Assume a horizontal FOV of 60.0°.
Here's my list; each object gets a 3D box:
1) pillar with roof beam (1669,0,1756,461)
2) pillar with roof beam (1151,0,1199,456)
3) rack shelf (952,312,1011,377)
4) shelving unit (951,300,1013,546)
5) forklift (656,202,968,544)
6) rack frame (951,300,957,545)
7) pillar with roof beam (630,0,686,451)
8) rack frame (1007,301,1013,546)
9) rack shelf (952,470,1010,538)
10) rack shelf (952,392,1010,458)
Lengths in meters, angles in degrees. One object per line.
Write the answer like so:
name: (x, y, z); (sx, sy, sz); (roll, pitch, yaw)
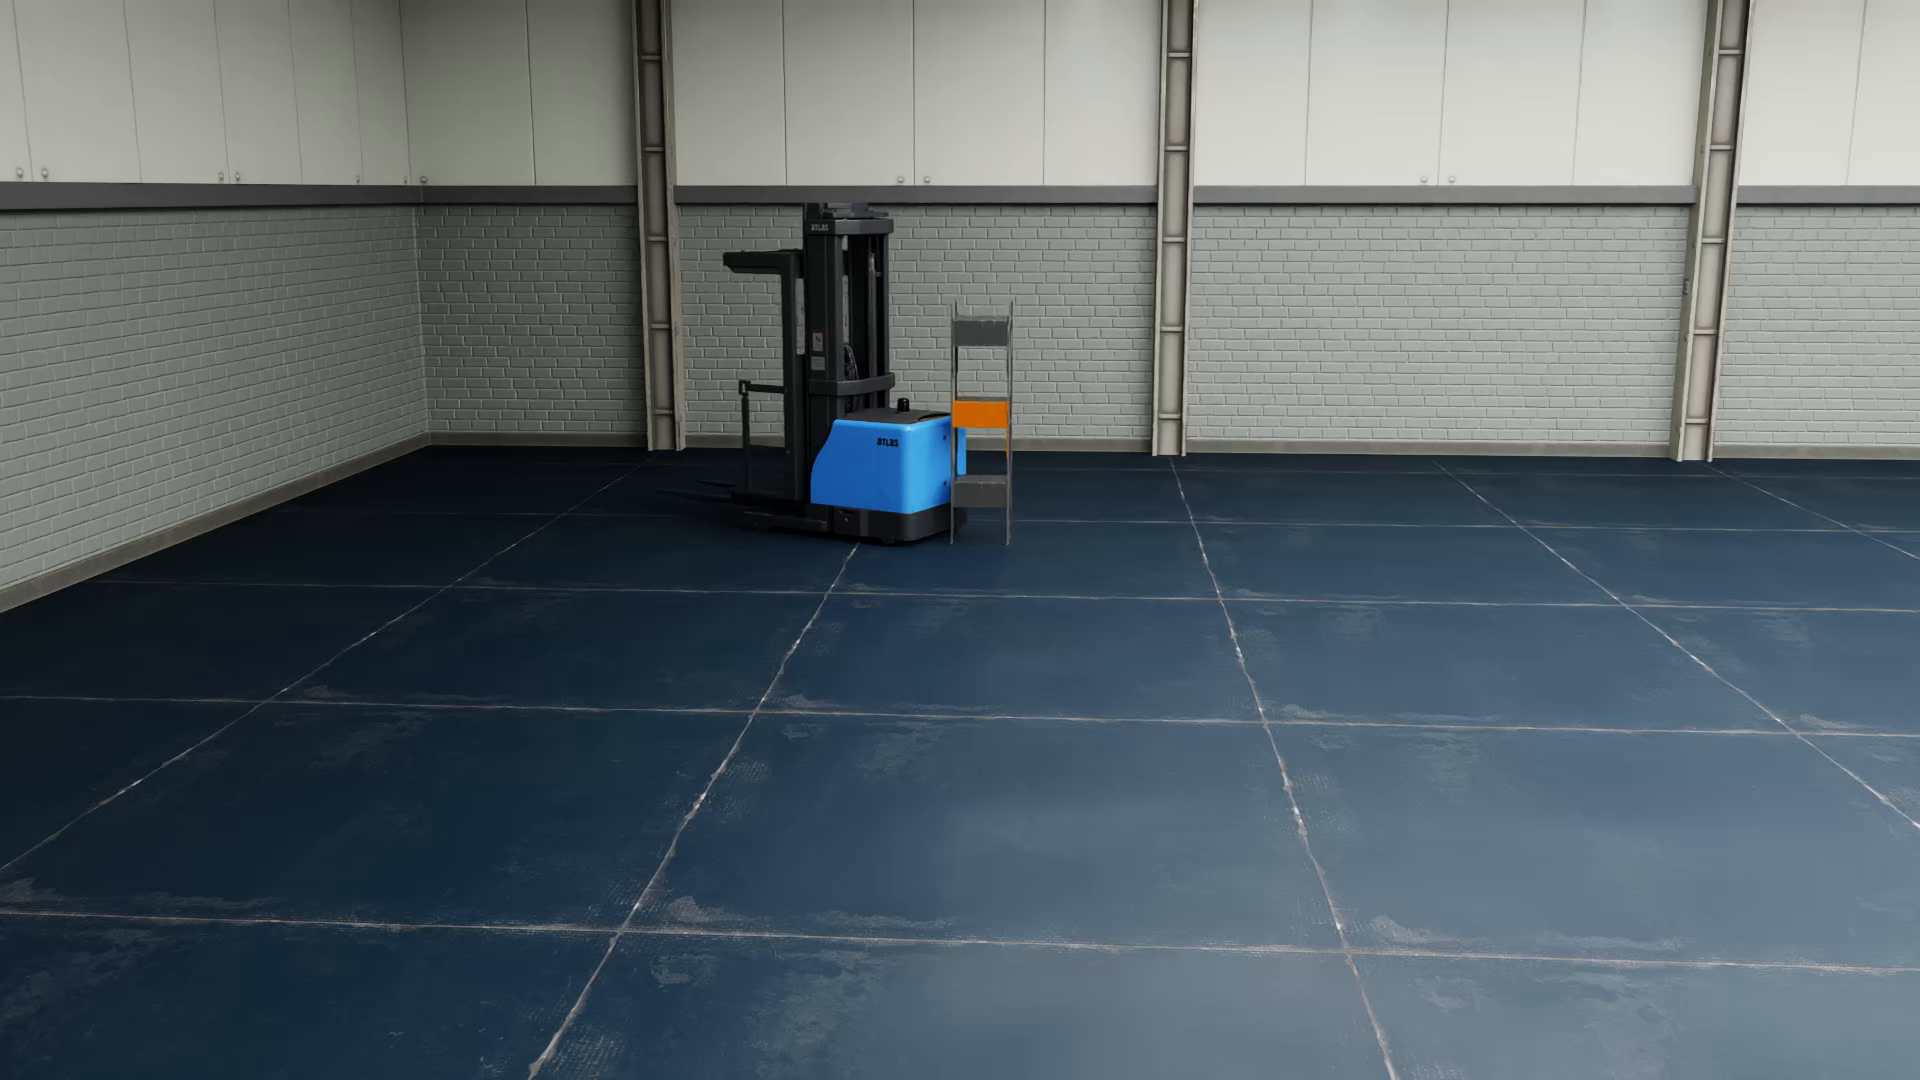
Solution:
pillar with roof beam: (8.157, -4.460, 14.111); (0.400, 9.000, 9.100); (1, 12, 4)
pillar with roof beam: (2.170, -4.542, 14.504); (0.400, 9.000, 9.100); (1, 12, 4)
rack shelf: (0.192, -1.692, 14.376); (0.480, 0.518, 0.431); (1, 12, 6)
shelving unit: (0.191, -1.020, 14.517); (0.503, 2.100, 0.431); (1, 12, 6)
forklift: (-1.460, -1.598, 15.250); (3.031, 2.935, 1.130); (7, 14, 30)
rack frame: (-0.051, -1.025, 14.541); (0.015, 2.100, 0.400); (1, 12, 6)
pillar with roof beam: (-3.816, -4.624, 14.896); (0.400, 9.000, 9.100); (1, 12, 4)
rack frame: (0.434, -1.015, 14.493); (0.015, 2.100, 0.400); (1, 12, 6)
rack shelf: (0.191, -0.322, 14.663); (0.480, 0.518, 0.431); (1, 12, 6)
rack shelf: (0.191, -1.007, 14.520); (0.480, 0.518, 0.431); (1, 12, 6)
